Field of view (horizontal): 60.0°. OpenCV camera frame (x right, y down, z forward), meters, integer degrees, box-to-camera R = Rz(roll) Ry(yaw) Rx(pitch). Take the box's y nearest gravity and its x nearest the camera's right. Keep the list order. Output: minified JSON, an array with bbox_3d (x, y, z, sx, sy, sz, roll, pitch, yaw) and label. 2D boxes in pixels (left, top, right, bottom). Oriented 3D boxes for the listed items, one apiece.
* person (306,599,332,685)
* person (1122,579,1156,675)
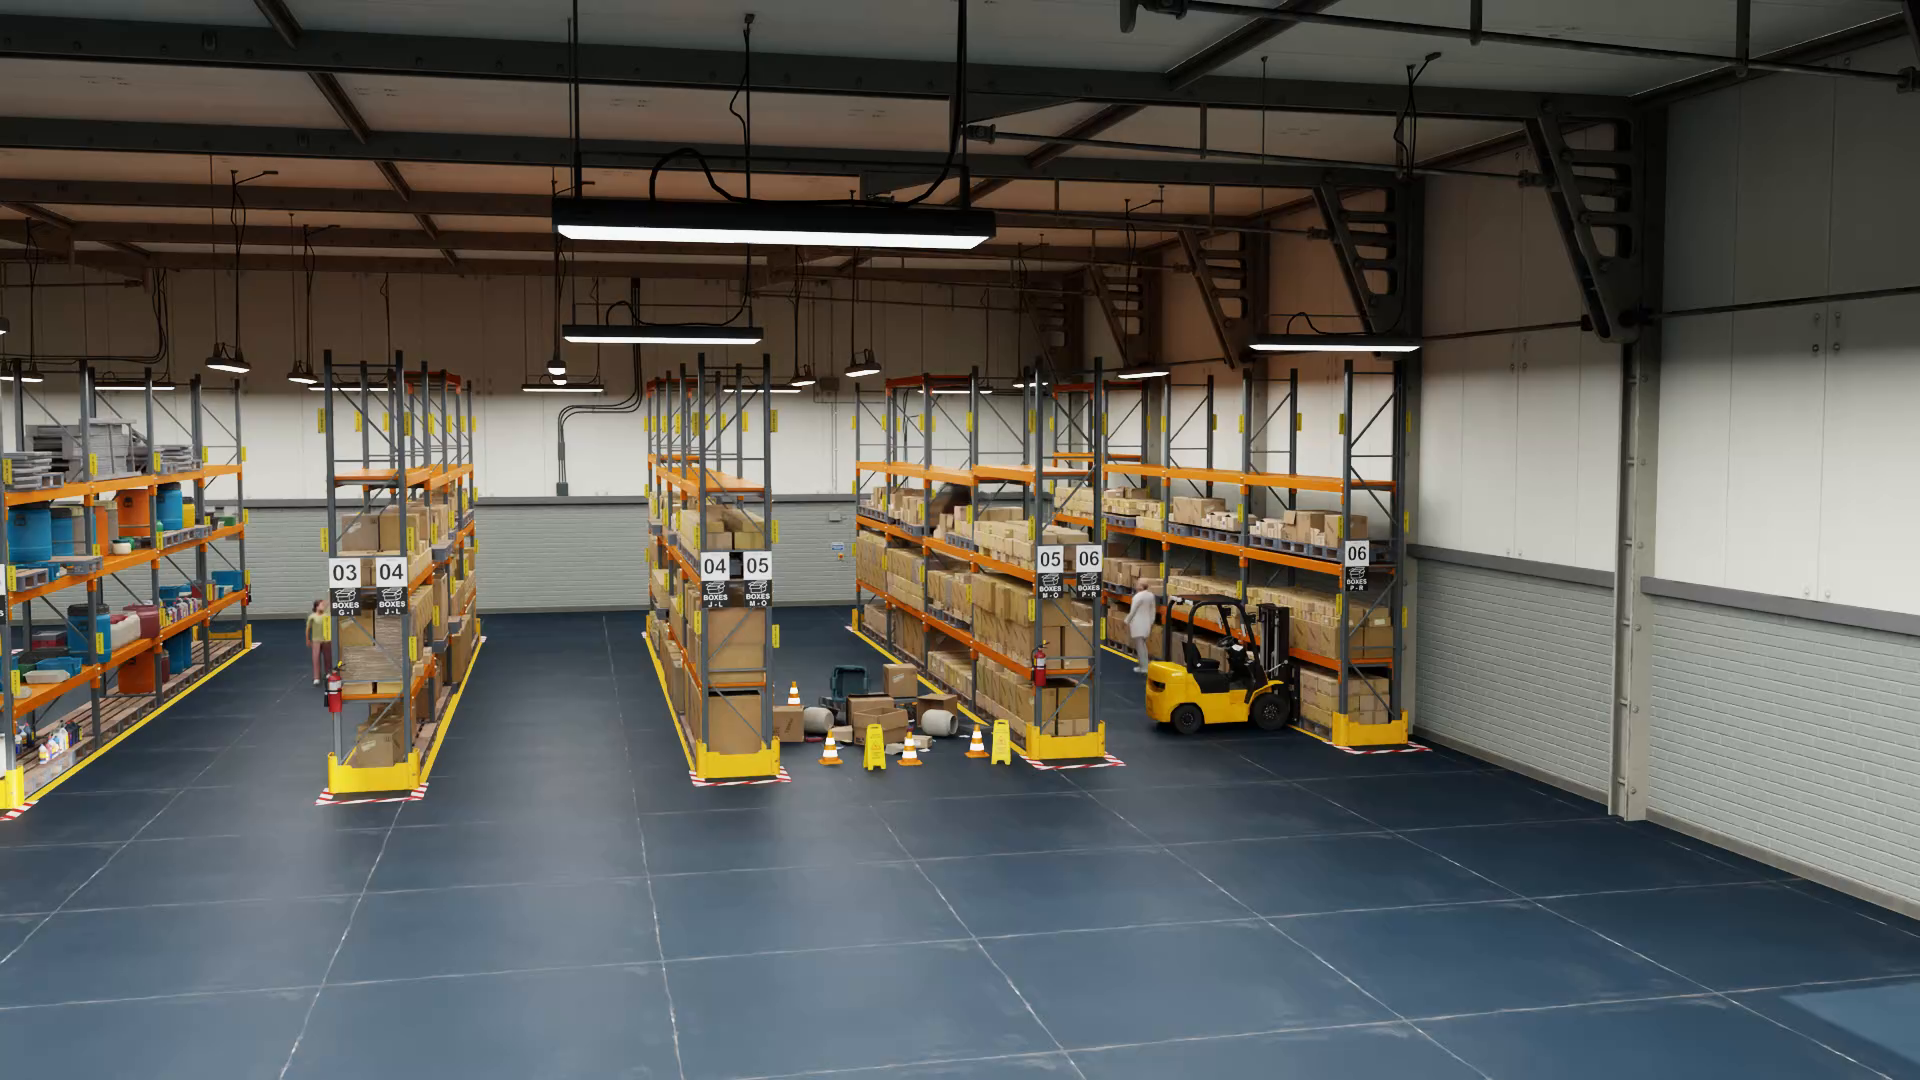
[{"bbox_3d":[-12.332,1.951,32.137,0.584,1.622,1.012,-1,4,-15],"label":"person"},{"bbox_3d":[3.427,1.661,31.410,0.640,1.873,0.548,-2,4,-26],"label":"person"}]
